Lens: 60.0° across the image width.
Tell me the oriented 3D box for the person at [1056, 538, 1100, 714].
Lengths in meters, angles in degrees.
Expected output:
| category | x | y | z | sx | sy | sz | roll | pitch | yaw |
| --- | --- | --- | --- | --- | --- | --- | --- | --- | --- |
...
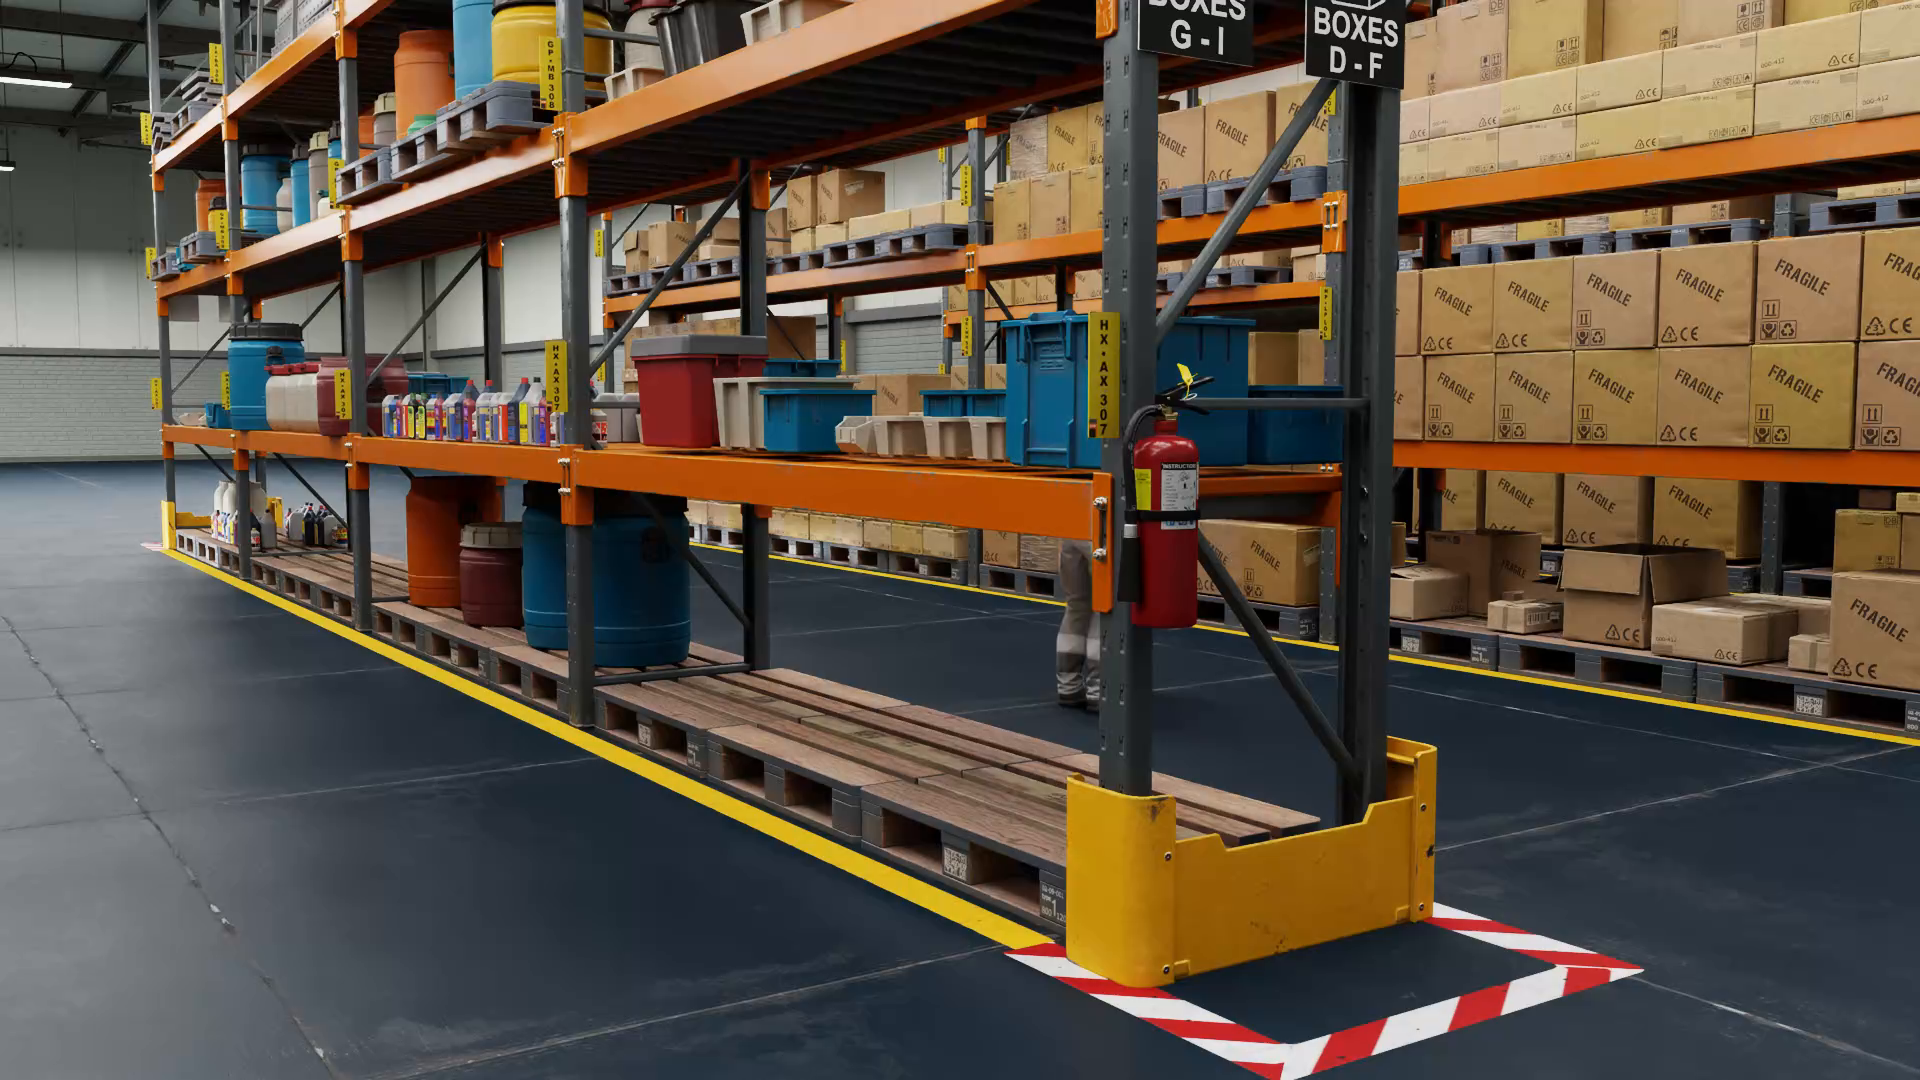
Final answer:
| category | x | y | z | sx | sy | sz | roll | pitch | yaw |
| --- | --- | --- | --- | --- | --- | --- | --- | --- | --- |
| person | 0.734 | -0.057 | 8.327 | 0.561 | 1.785 | 0.495 | -3 | 5 | -33 |
